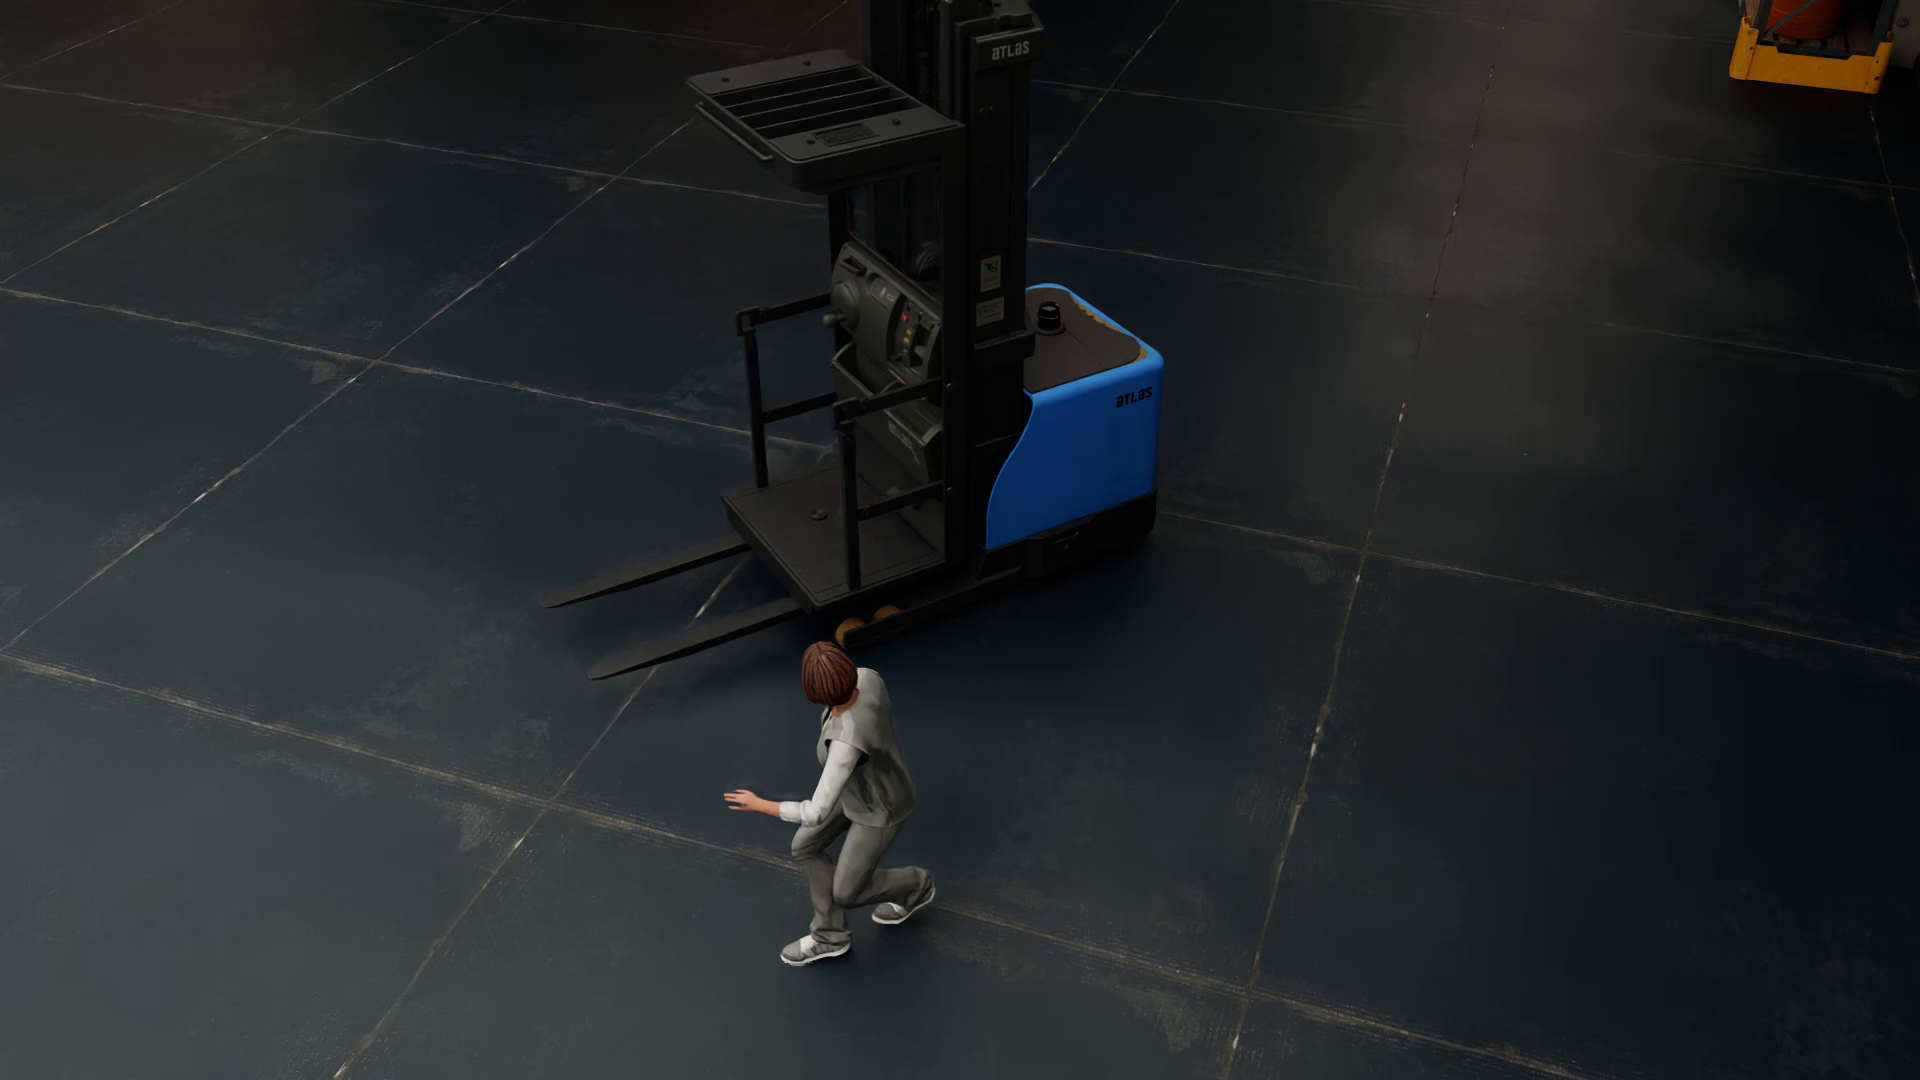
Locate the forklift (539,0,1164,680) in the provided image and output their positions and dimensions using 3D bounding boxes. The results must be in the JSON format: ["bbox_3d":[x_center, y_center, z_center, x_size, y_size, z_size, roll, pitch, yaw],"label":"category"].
[{"bbox_3d":[-0.521,-1.010,7.535,3.031,2.935,1.130,-19,40,-25],"label":"forklift"}]

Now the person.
[{"bbox_3d":[-0.481,0.911,6.105,0.774,1.474,0.744,-7,36,-10],"label":"person"}]
